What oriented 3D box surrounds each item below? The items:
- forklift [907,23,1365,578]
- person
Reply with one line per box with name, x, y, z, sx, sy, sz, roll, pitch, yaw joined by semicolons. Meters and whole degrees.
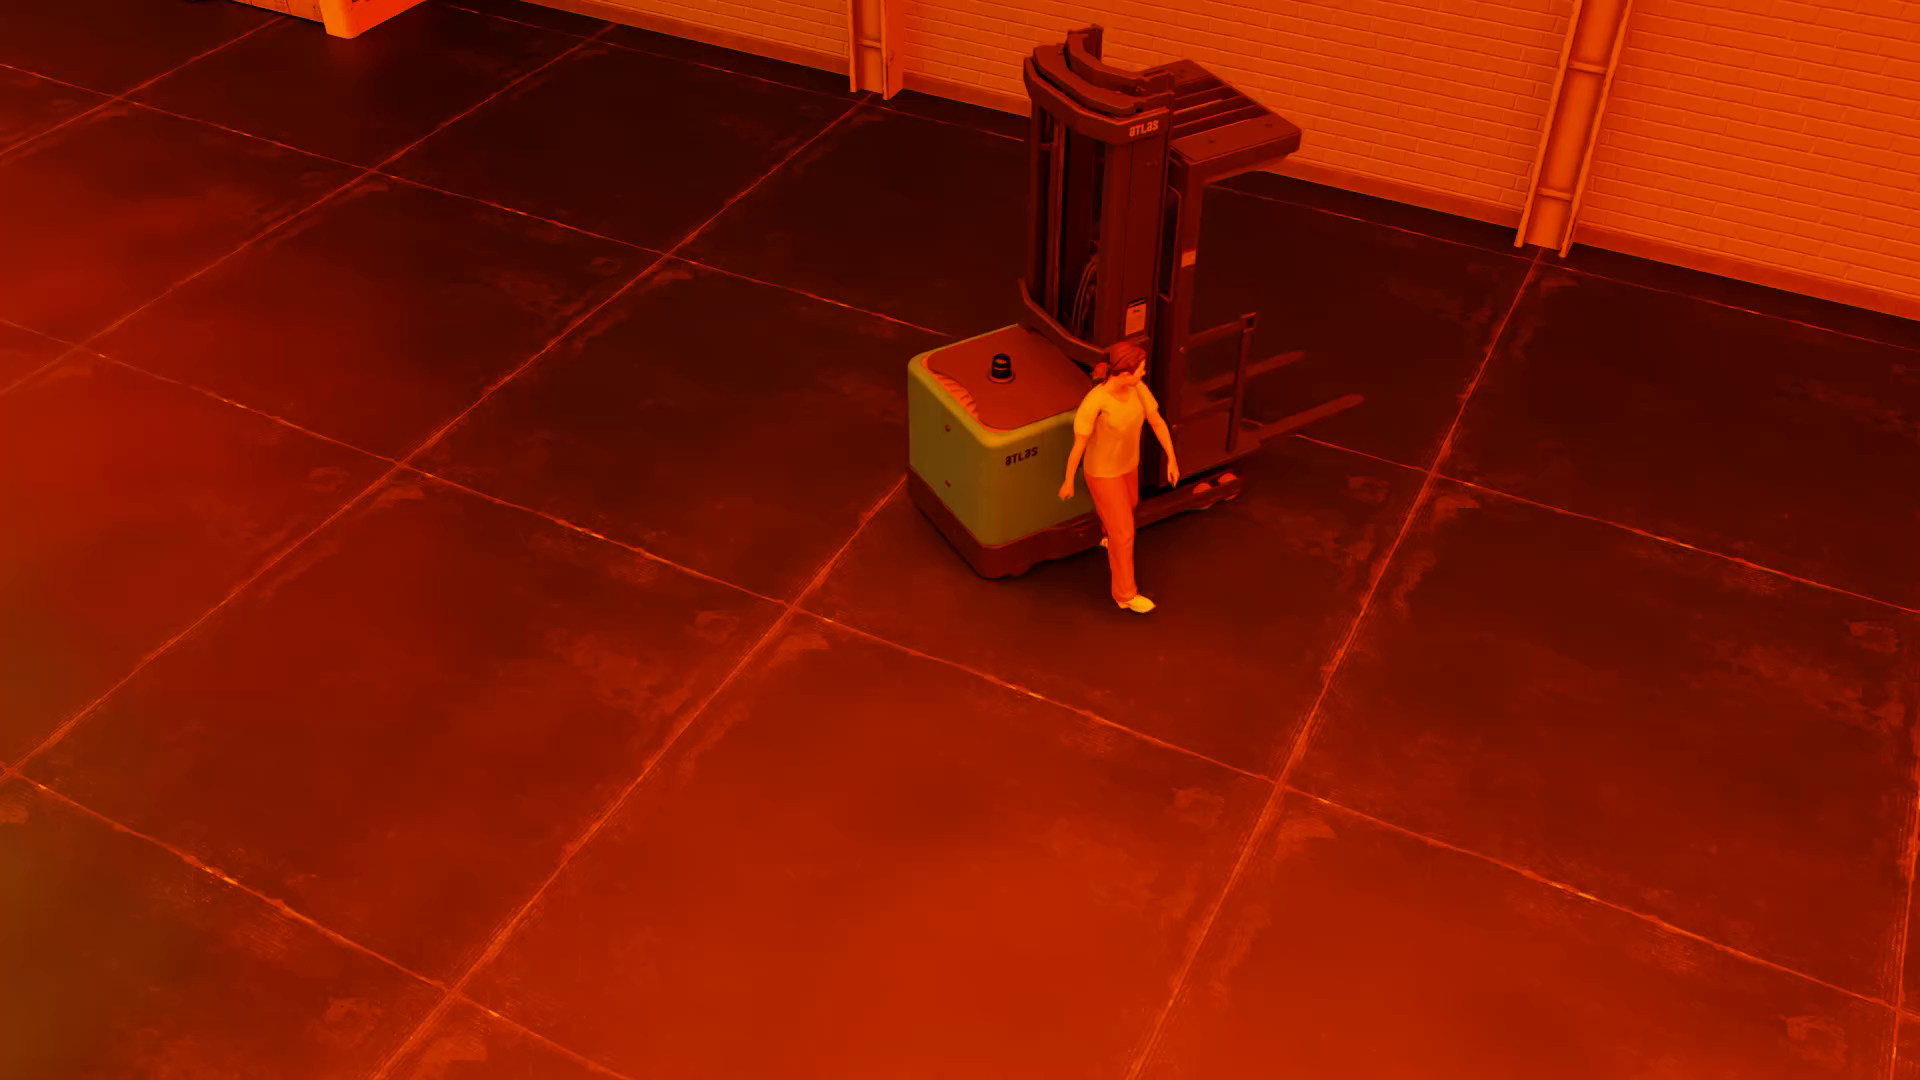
forklift;1.209;-1.589;9.873;3.031;2.935;1.130;-20;44;-22
person;0.852;-0.416;9.482;0.728;1.556;0.609;31;49;31
